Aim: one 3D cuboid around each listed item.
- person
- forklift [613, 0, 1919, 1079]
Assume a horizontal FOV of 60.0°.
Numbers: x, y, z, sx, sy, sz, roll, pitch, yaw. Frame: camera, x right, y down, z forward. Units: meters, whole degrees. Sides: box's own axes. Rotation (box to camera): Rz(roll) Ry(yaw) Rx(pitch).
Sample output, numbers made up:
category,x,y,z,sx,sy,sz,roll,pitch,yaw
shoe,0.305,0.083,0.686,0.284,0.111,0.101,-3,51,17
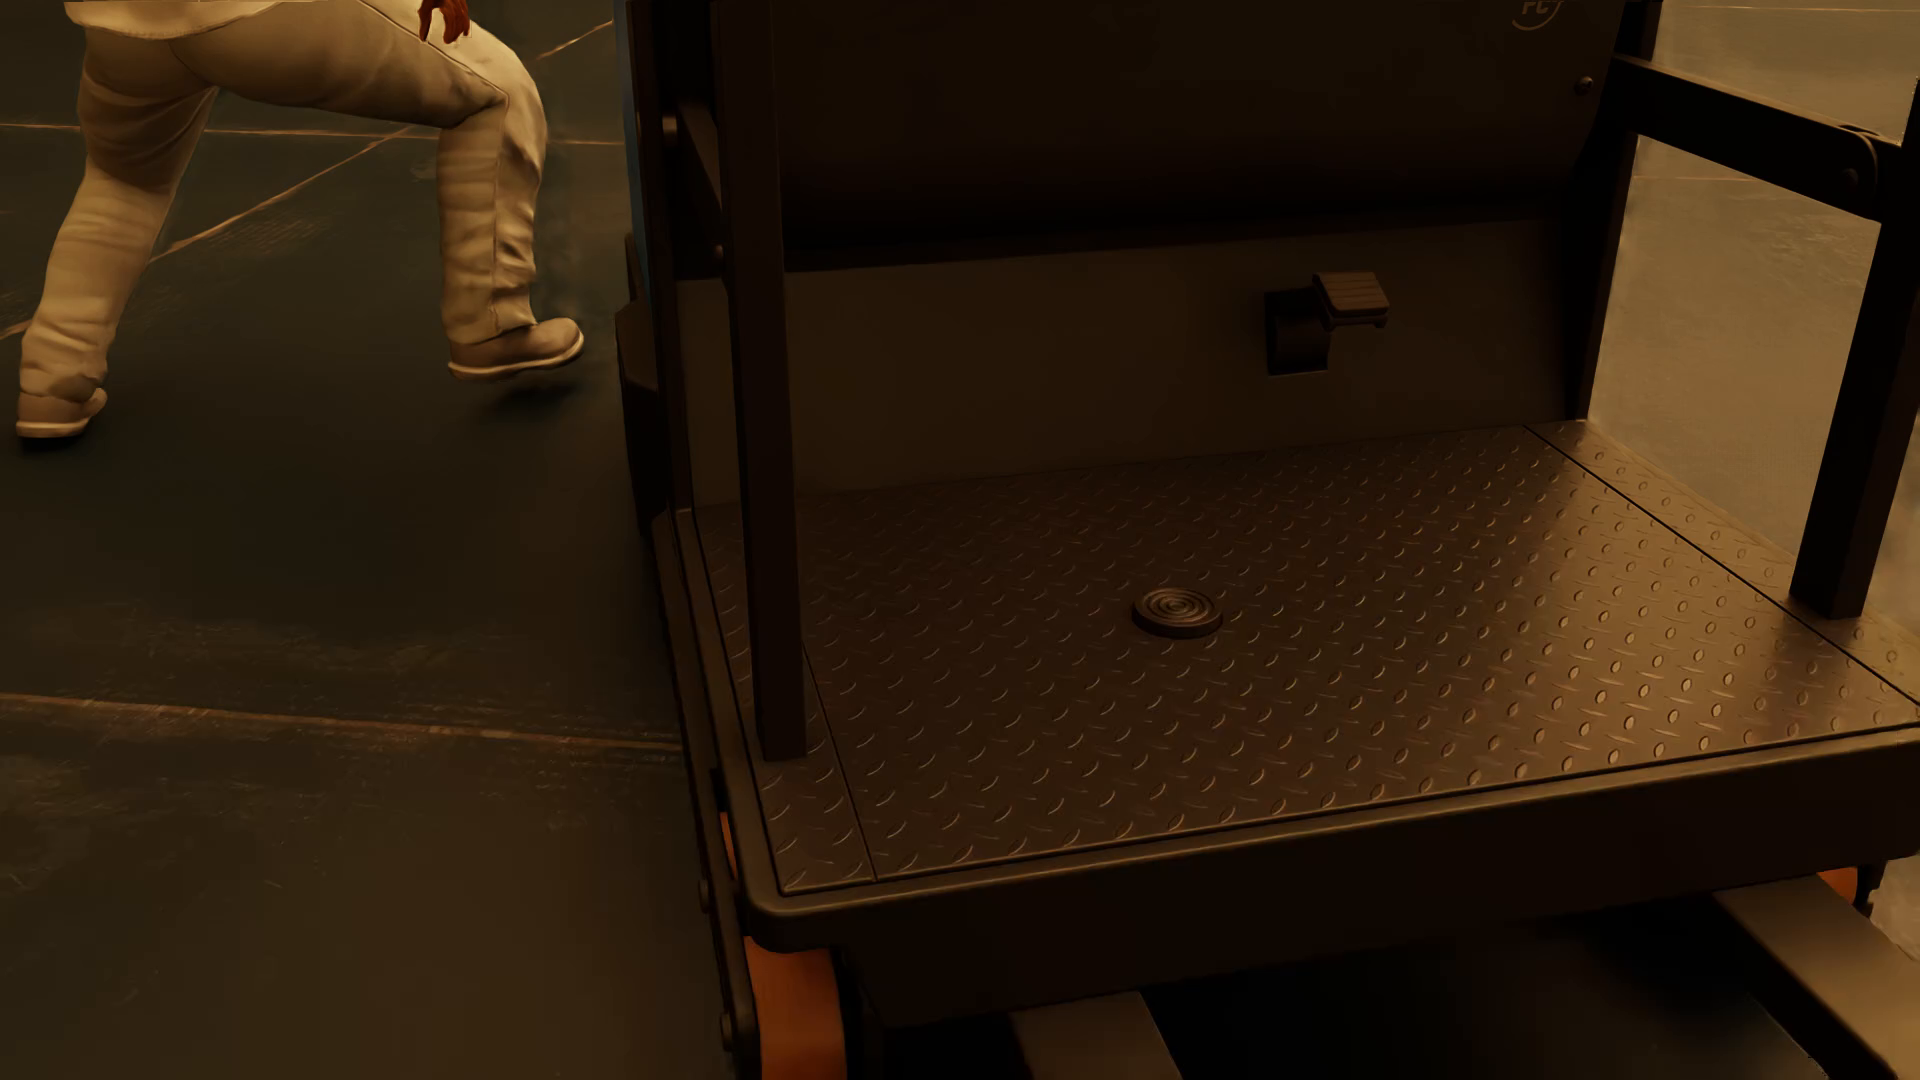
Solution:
category,x,y,z,sx,sy,sz,roll,pitch,yaw
person,-1.225,-0.914,2.672,0.909,1.545,0.699,11,29,21
forklift,0.271,-0.990,1.201,1.130,2.935,3.031,-6,27,-12
